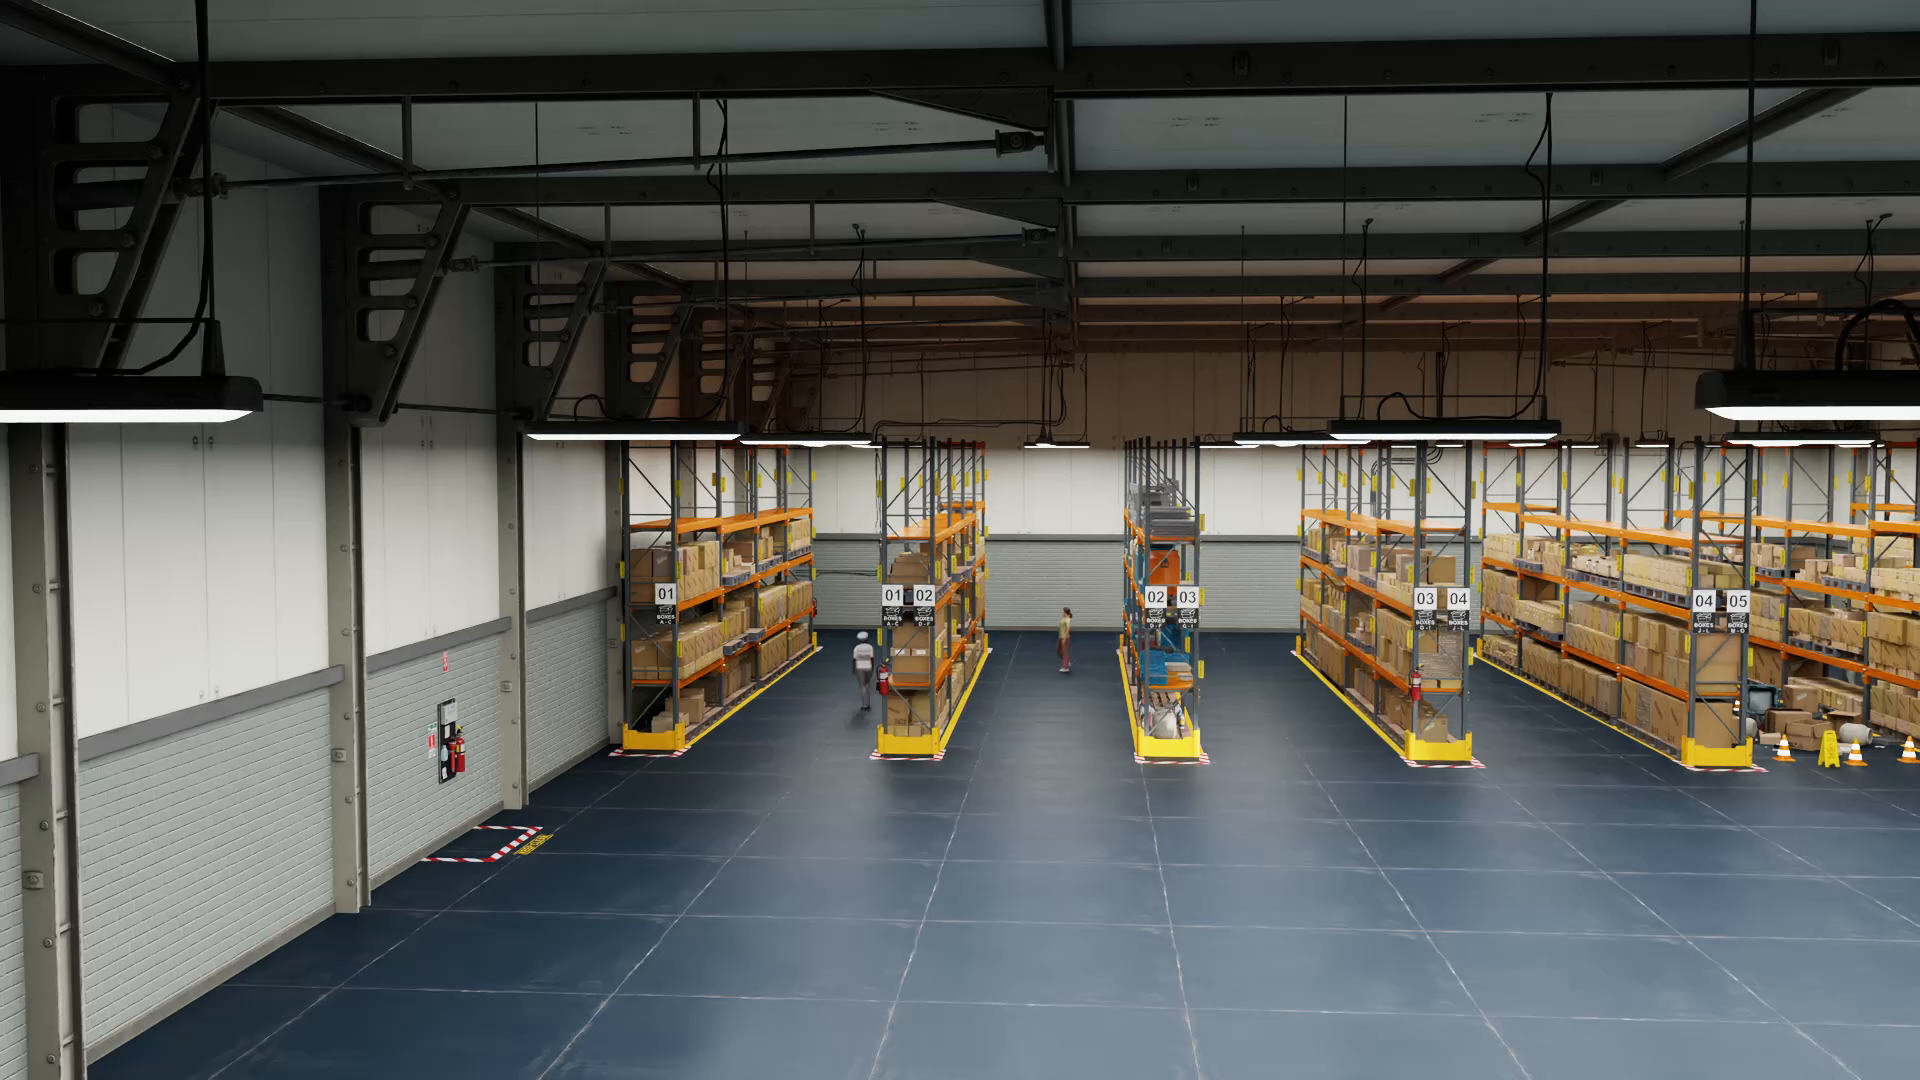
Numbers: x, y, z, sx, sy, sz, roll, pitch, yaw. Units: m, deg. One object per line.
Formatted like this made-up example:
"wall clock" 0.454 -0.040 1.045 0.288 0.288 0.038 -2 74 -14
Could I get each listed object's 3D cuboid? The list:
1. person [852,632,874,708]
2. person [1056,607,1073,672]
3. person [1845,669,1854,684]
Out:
"person" -2.163 2.919 37.070 0.484 1.747 0.603 -2 4 -30
"person" 2.722 2.572 43.247 0.425 1.675 0.538 -1 3 -15
"person" 21.539 2.671 40.365 0.636 1.824 0.596 0 3 -4
